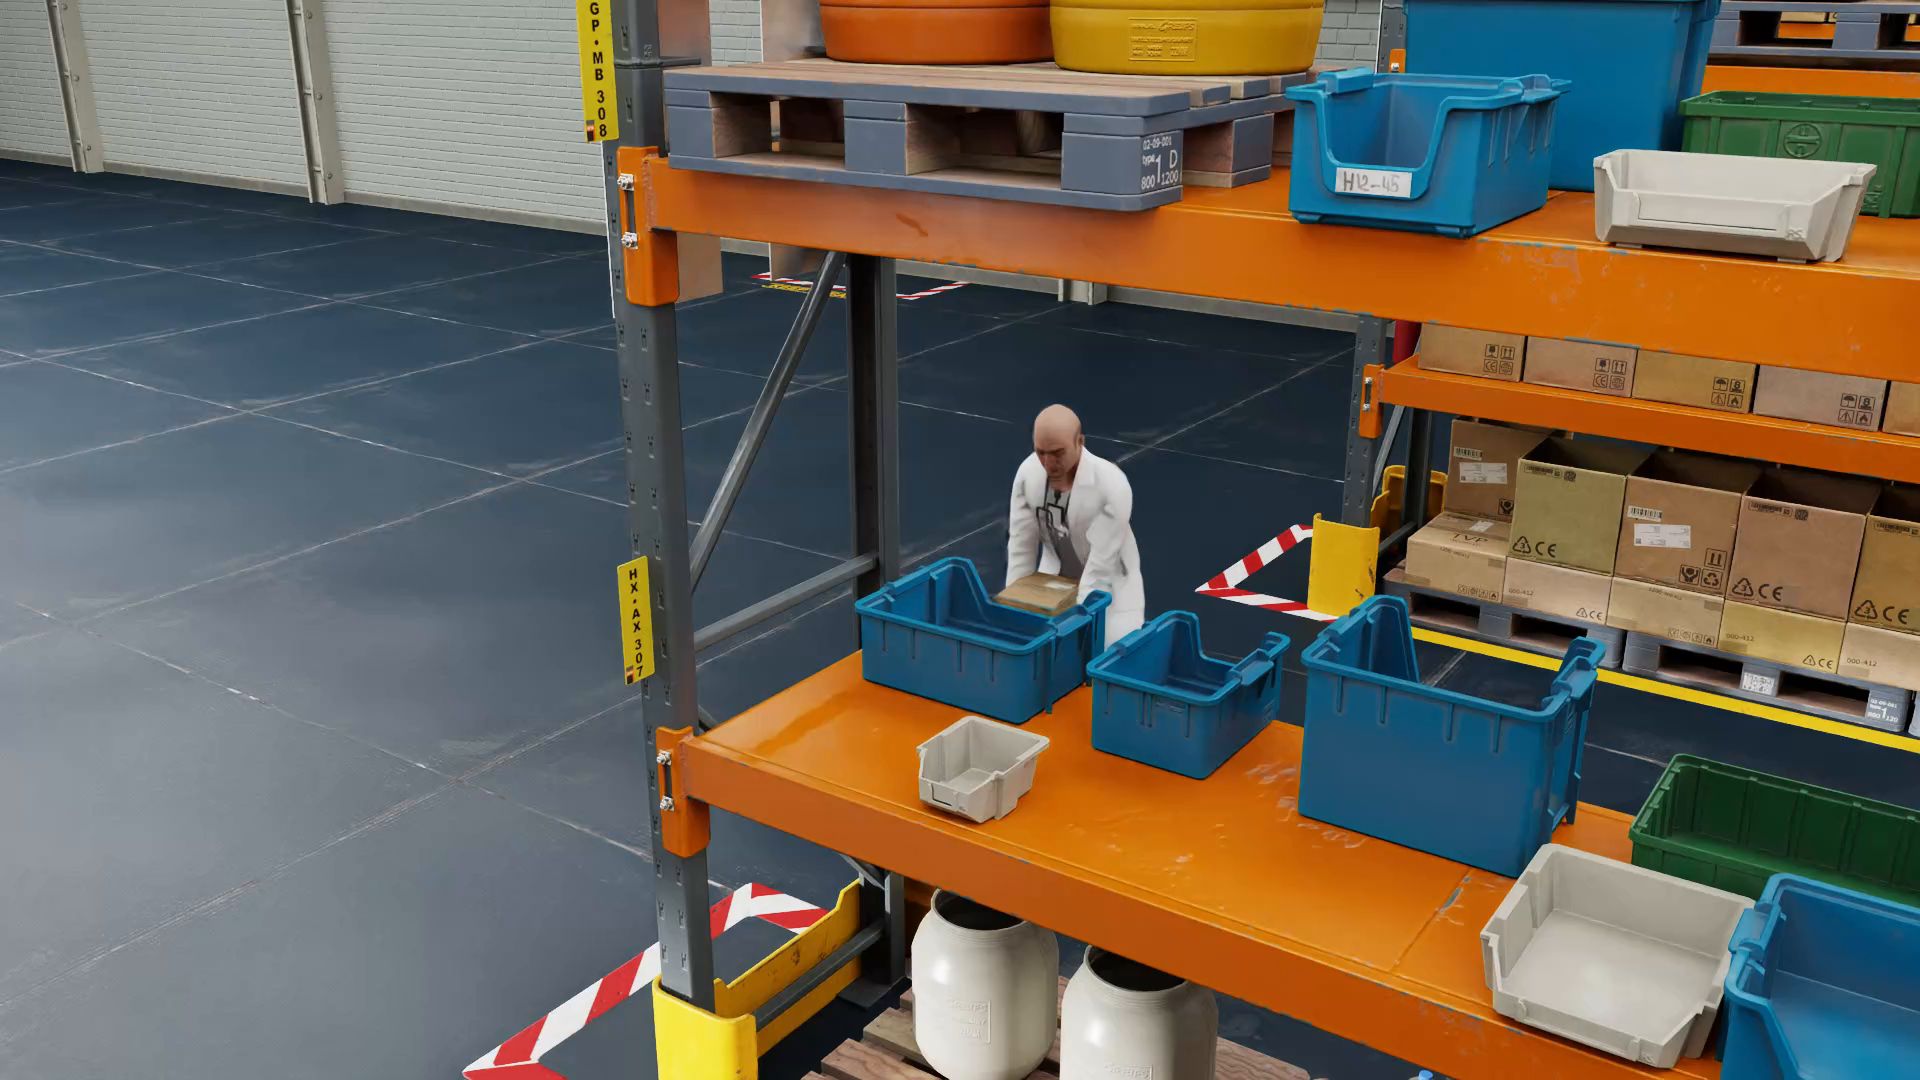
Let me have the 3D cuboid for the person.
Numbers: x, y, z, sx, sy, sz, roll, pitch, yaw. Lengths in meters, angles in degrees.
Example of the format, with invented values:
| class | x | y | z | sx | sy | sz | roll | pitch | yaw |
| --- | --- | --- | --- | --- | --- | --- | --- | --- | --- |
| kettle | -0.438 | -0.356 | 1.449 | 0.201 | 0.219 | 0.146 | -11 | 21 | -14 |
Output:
| class | x | y | z | sx | sy | sz | roll | pitch | yaw |
| --- | --- | --- | --- | --- | --- | --- | --- | --- | --- |
| person | 0.436 | 0.272 | 6.531 | 0.544 | 1.646 | 0.634 | 12 | 23 | 31 |
